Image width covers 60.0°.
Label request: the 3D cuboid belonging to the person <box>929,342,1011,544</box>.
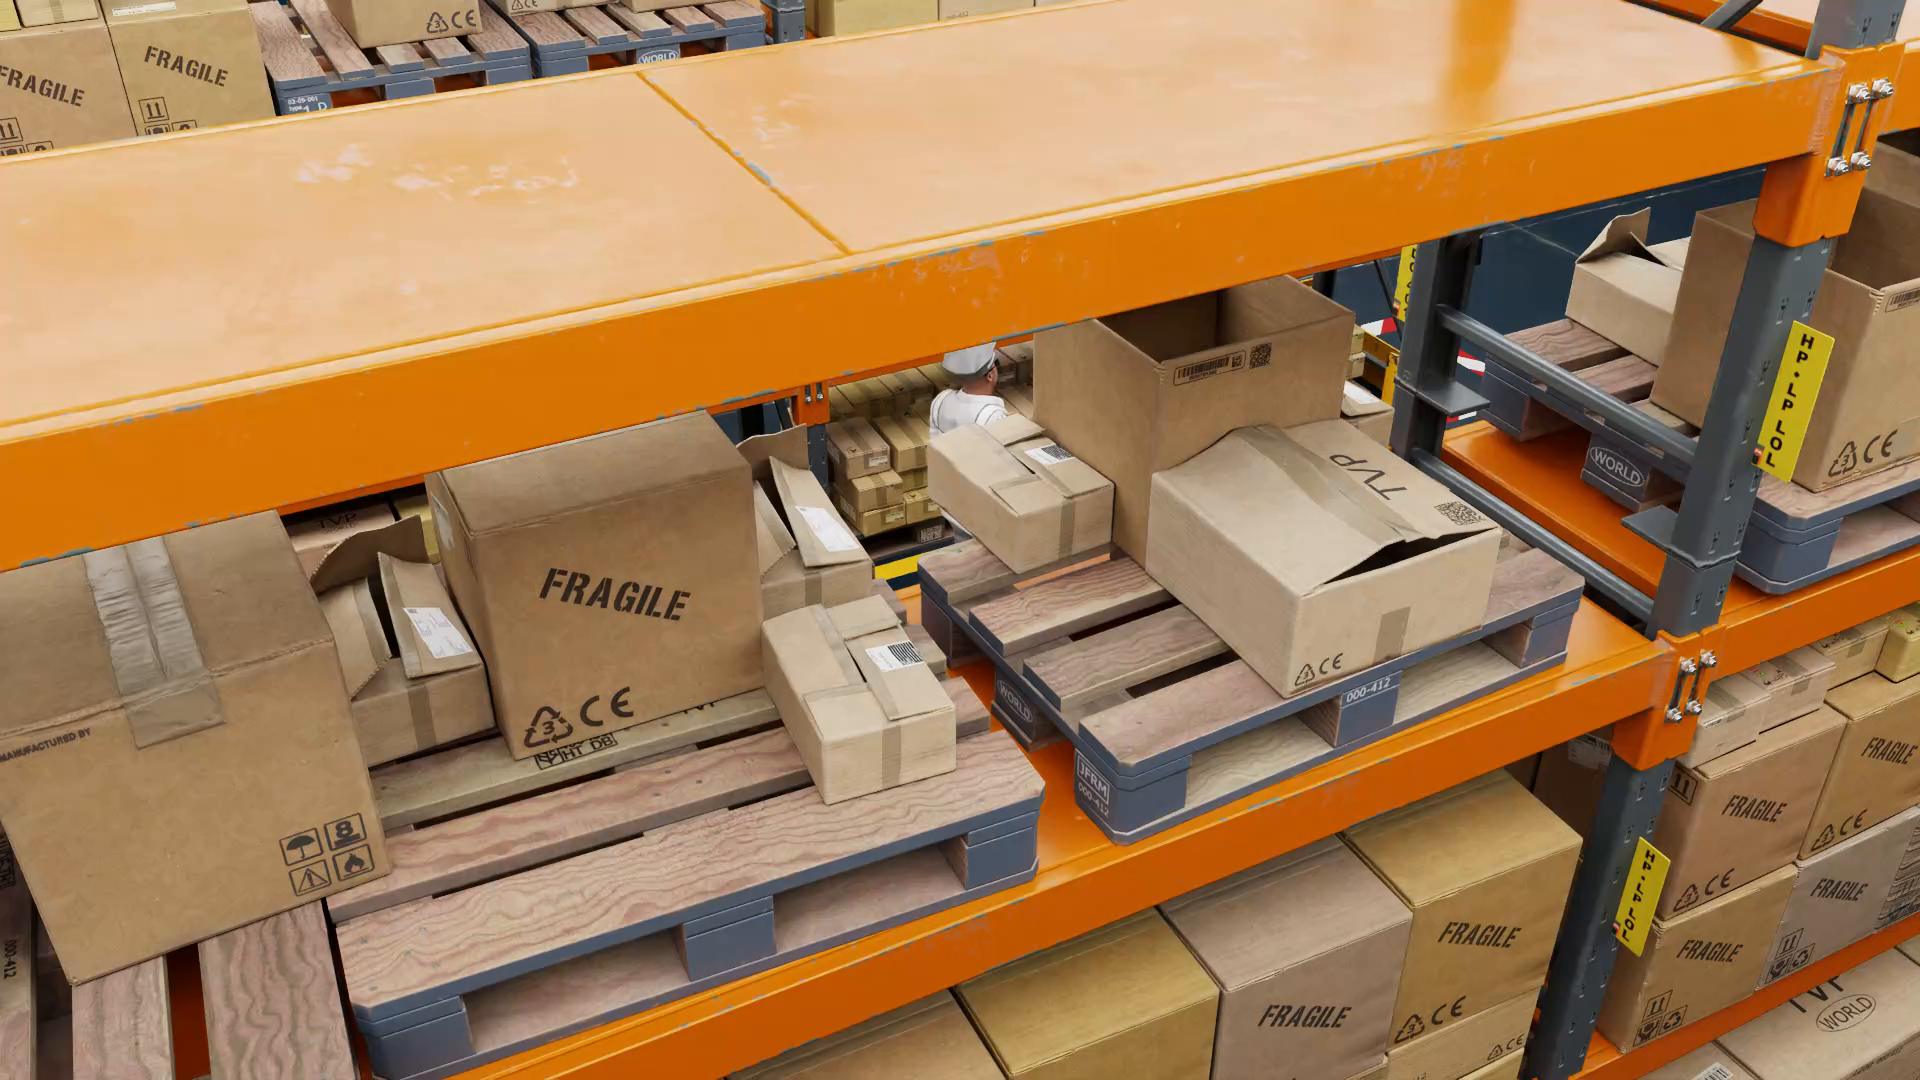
[{"bbox_3d":[0.199,-0.174,7.834,0.573,1.782,0.642,-25,41,-34],"label":"person"}]
